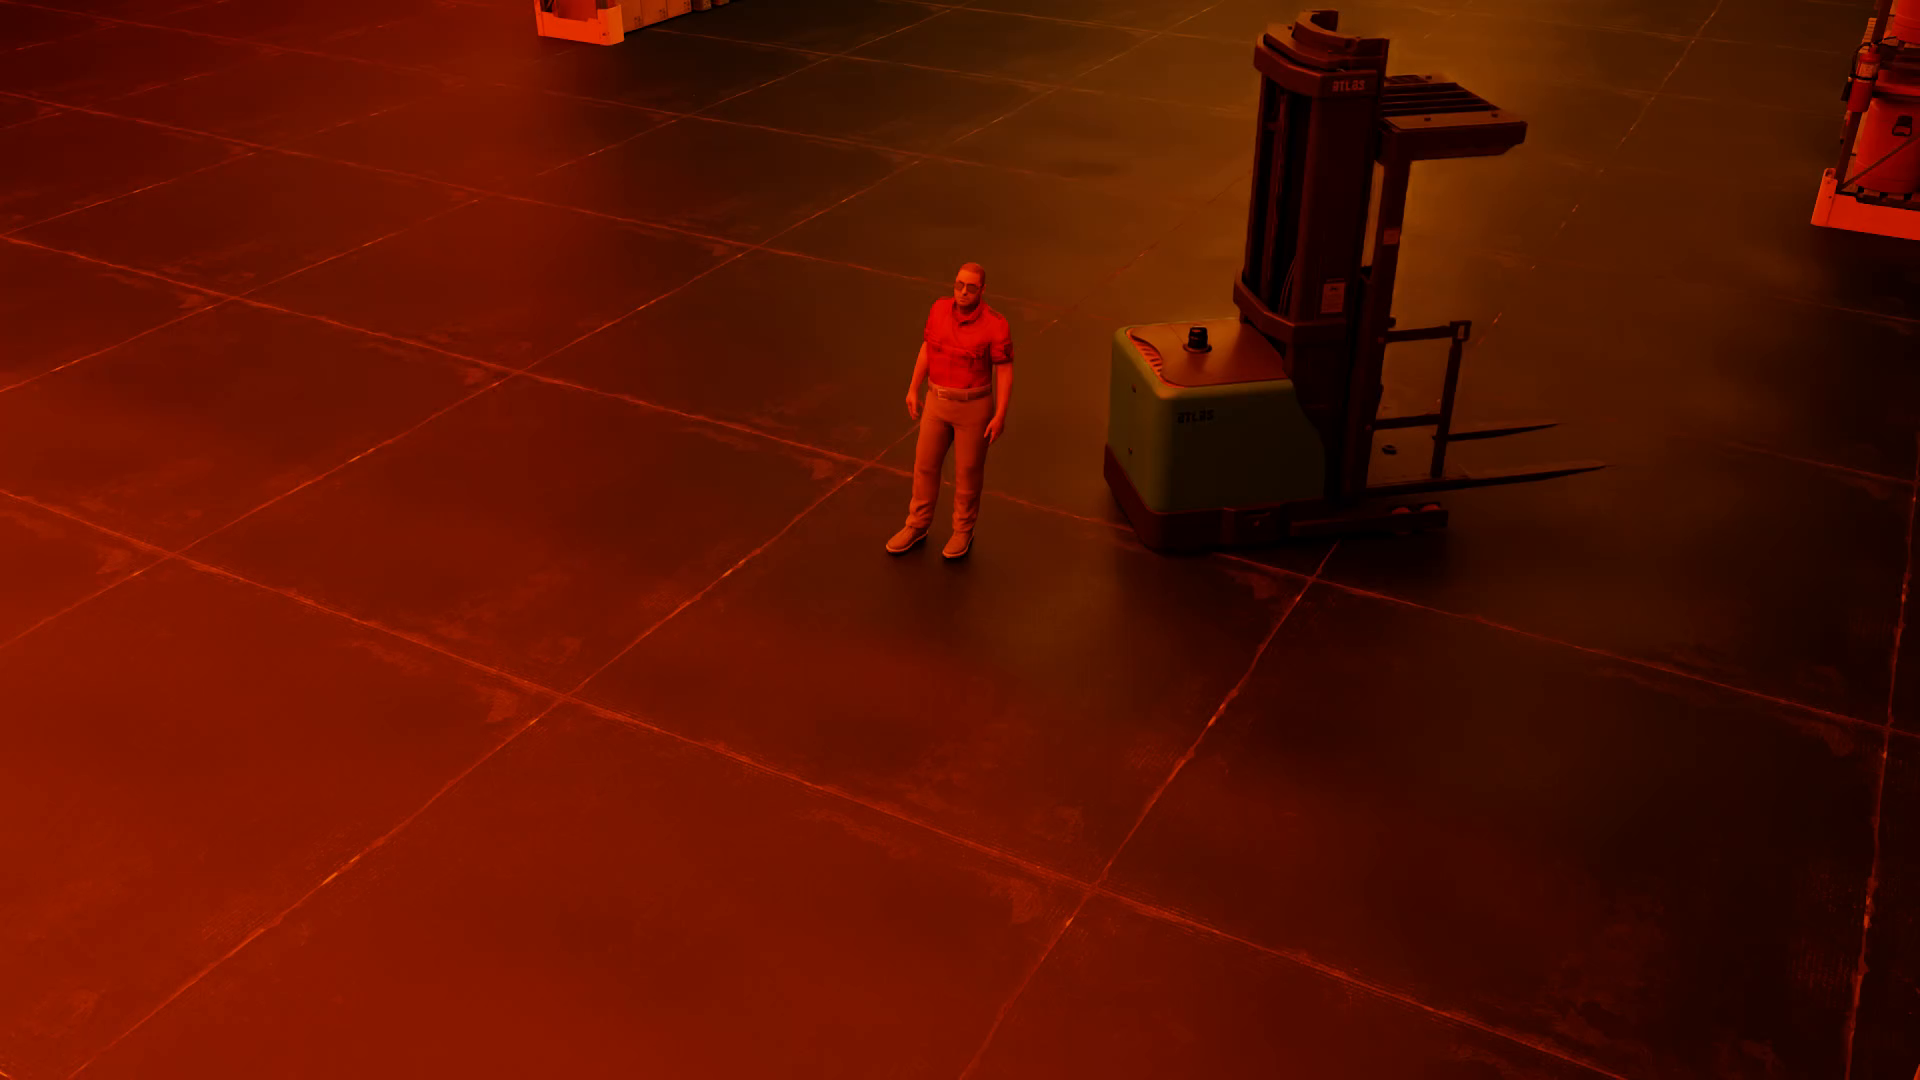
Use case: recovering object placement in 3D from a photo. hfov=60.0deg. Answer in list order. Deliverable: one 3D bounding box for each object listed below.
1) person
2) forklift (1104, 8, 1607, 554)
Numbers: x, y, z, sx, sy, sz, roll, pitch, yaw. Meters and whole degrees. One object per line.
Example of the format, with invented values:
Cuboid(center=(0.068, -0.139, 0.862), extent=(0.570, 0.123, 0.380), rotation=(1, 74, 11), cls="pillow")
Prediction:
Cuboid(center=(-0.053, -0.719, 9.503), extent=(0.642, 1.728, 0.550), rotation=(15, 33, 25), cls="person")
Cuboid(center=(2.483, -1.551, 9.757), extent=(3.031, 2.935, 1.130), rotation=(-6, 31, -10), cls="forklift")
